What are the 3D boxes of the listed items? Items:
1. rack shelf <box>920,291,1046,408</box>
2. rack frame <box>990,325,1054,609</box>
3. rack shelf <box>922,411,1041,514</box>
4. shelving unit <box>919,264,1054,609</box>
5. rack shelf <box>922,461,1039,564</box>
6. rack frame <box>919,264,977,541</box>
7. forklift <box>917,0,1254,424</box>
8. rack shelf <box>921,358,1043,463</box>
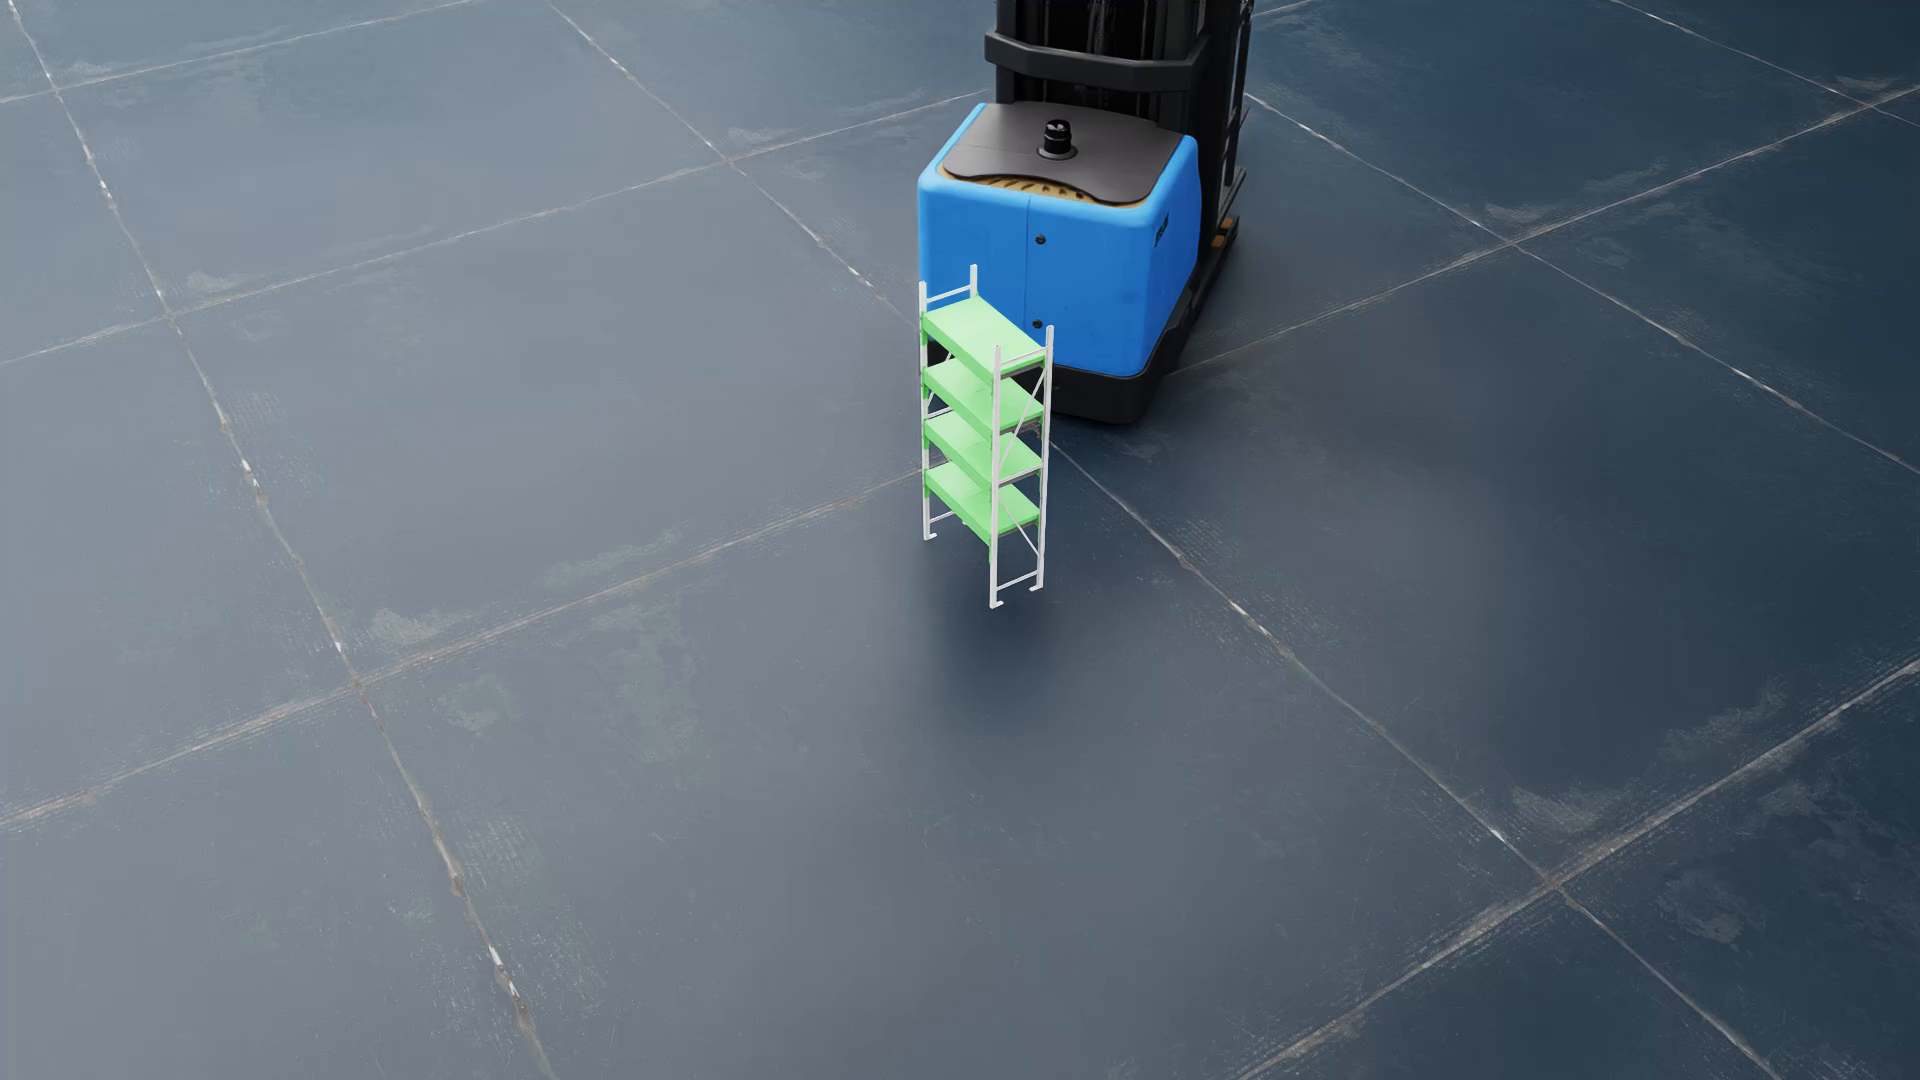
[{"bbox_3d":[0.089,-0.691,5.992,0.258,0.148,0.480,-22,45,-24],"label":"rack shelf"},{"bbox_3d":[0.220,-0.240,6.101,0.240,1.200,0.015,-22,45,-24],"label":"rack frame"},{"bbox_3d":[0.089,-0.323,6.300,0.258,0.148,0.480,-22,45,-24],"label":"rack shelf"},{"bbox_3d":[0.089,-0.372,6.259,0.258,1.200,0.503,-22,45,-24],"label":"shelving unit"},{"bbox_3d":[0.089,-0.138,6.453,0.258,0.148,0.480,-22,45,-24],"label":"rack shelf"},{"bbox_3d":[-0.042,-0.503,6.417,0.240,1.200,0.015,-22,45,-24],"label":"rack frame"},{"bbox_3d":[0.790,-2.581,7.557,1.130,2.935,3.031,13,42,15],"label":"forklift"},{"bbox_3d":[0.089,-0.507,6.146,0.258,0.148,0.480,-22,45,-24],"label":"rack shelf"}]
